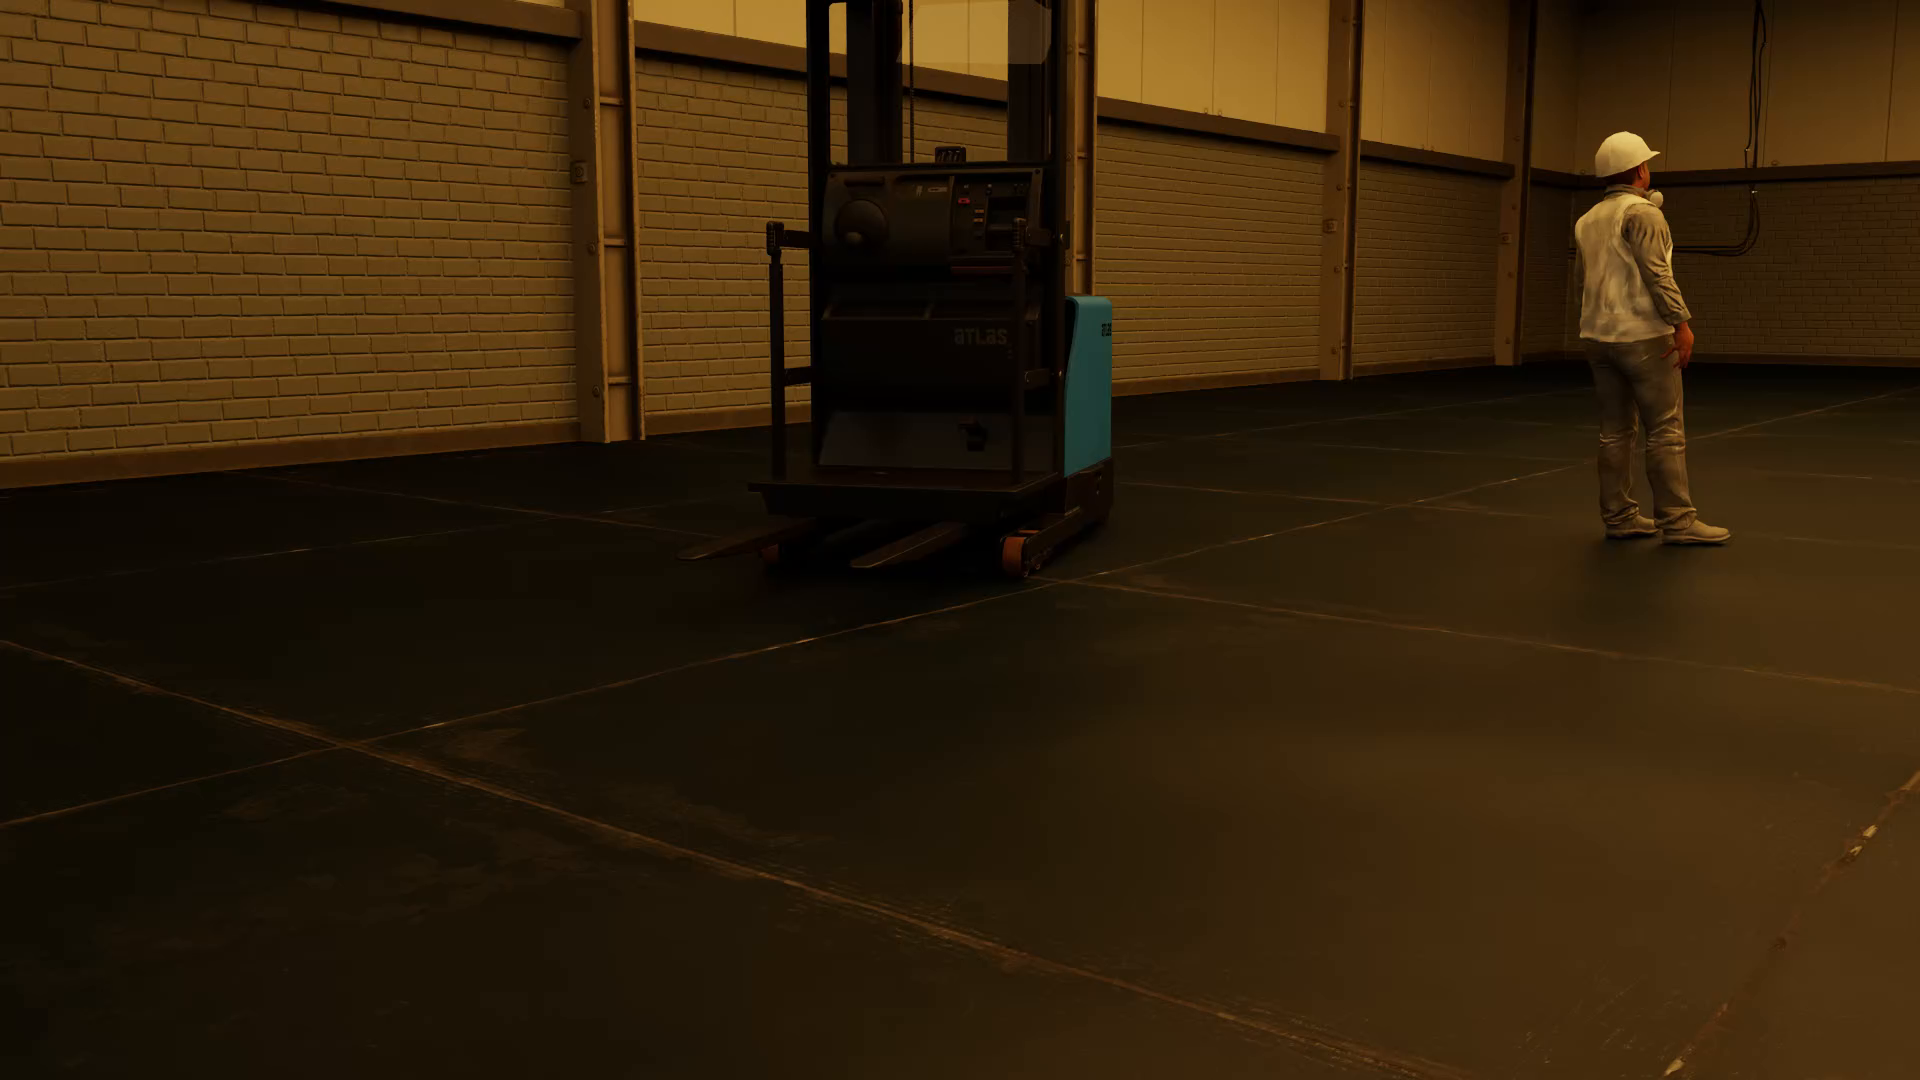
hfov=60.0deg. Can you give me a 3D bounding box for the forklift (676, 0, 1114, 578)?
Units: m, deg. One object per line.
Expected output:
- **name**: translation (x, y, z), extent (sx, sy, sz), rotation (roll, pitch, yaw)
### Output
- **forklift**: translation (-0.176, -1.366, 6.616), extent (1.130, 2.935, 3.031), rotation (3, 9, 17)

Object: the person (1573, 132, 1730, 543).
- **person**: translation (3.029, -0.896, 7.348), extent (0.569, 1.773, 0.632), rotation (-2, 9, -16)
